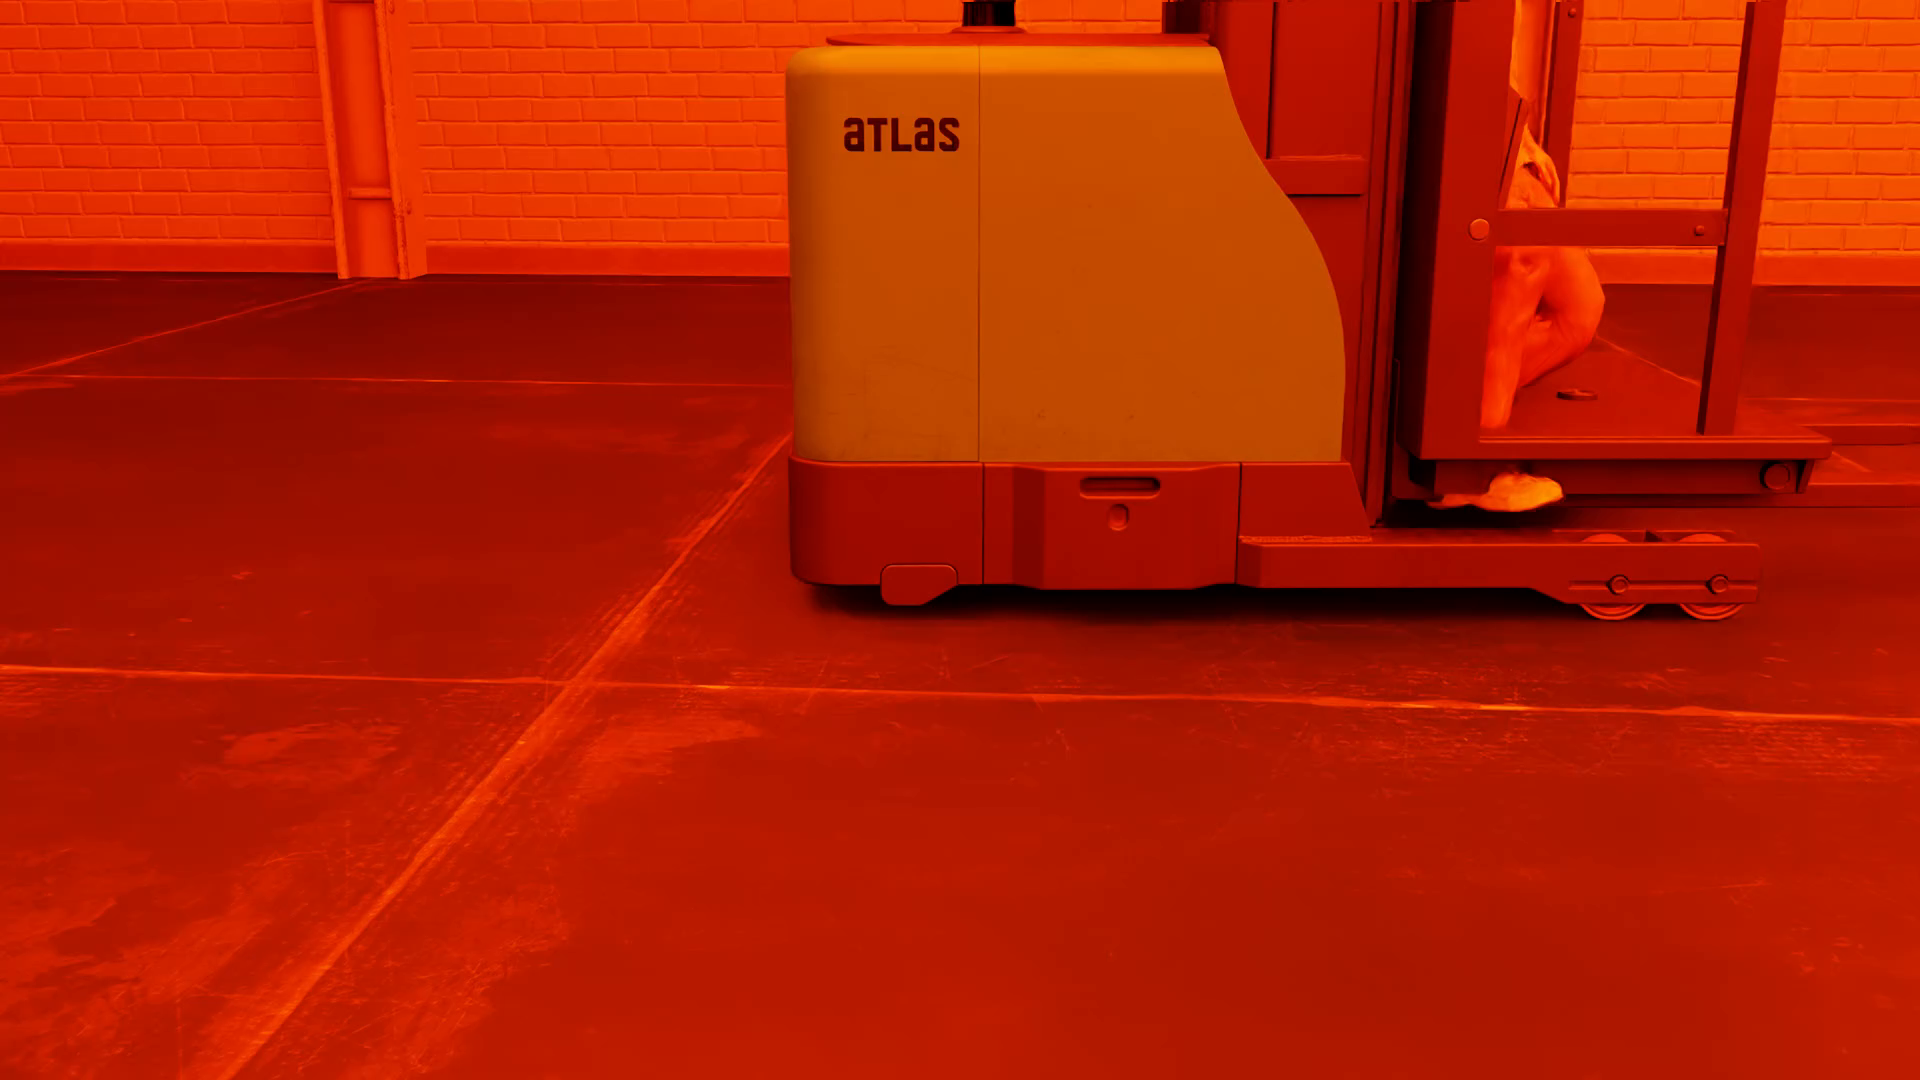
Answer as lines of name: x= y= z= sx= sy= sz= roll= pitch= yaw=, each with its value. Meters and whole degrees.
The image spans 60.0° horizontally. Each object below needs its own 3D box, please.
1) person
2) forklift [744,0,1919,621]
person: x=1.186 y=-0.801 z=3.474 sx=0.640 sy=1.379 sz=0.737 roll=14 pitch=21 yaw=42
forklift: x=1.101 y=-1.397 z=3.367 sx=3.031 sy=2.935 sz=1.130 roll=0 pitch=15 yaw=0
